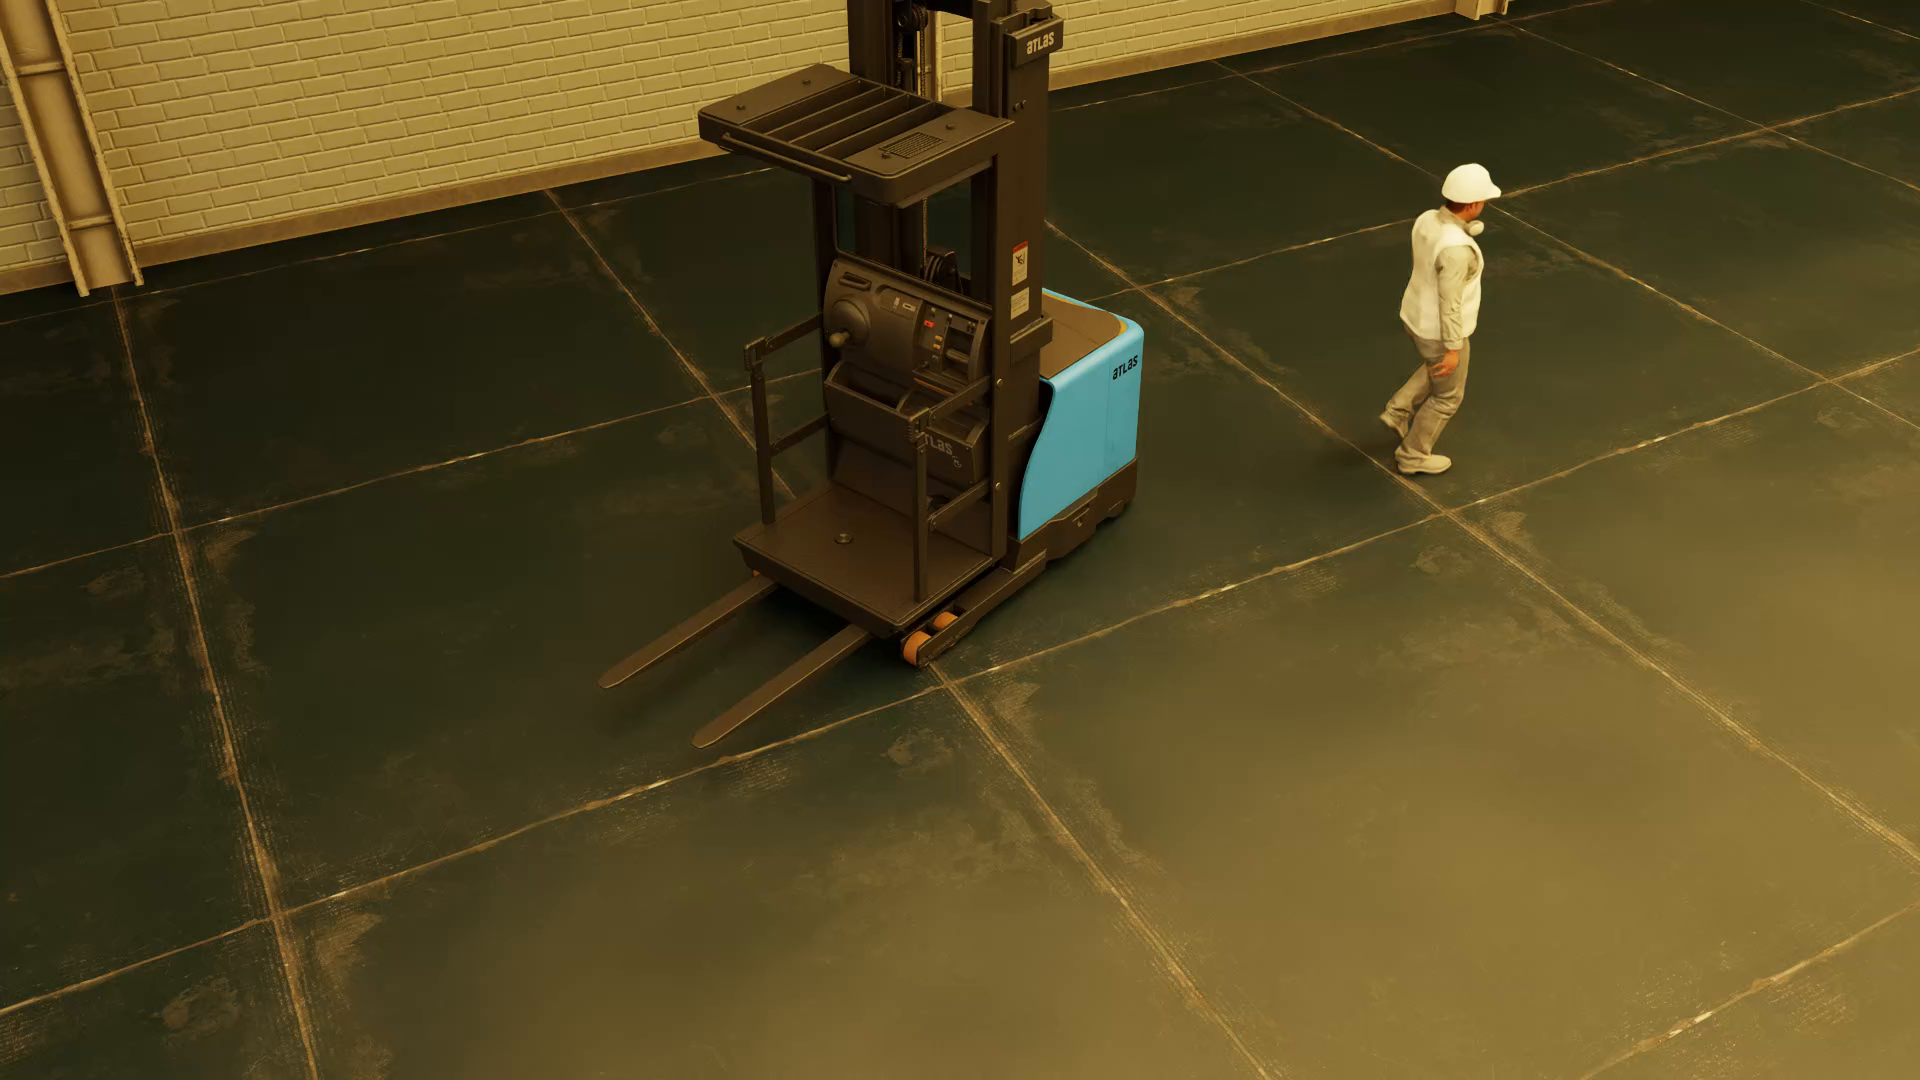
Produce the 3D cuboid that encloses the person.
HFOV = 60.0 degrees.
[{"bbox_3d":[2.575,-1.160,8.785,0.468,1.753,0.674,-6,36,-8],"label":"person"}]

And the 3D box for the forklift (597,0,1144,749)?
[{"bbox_3d":[-0.390,-0.927,7.434,1.130,2.935,3.031,26,43,31],"label":"forklift"}]
